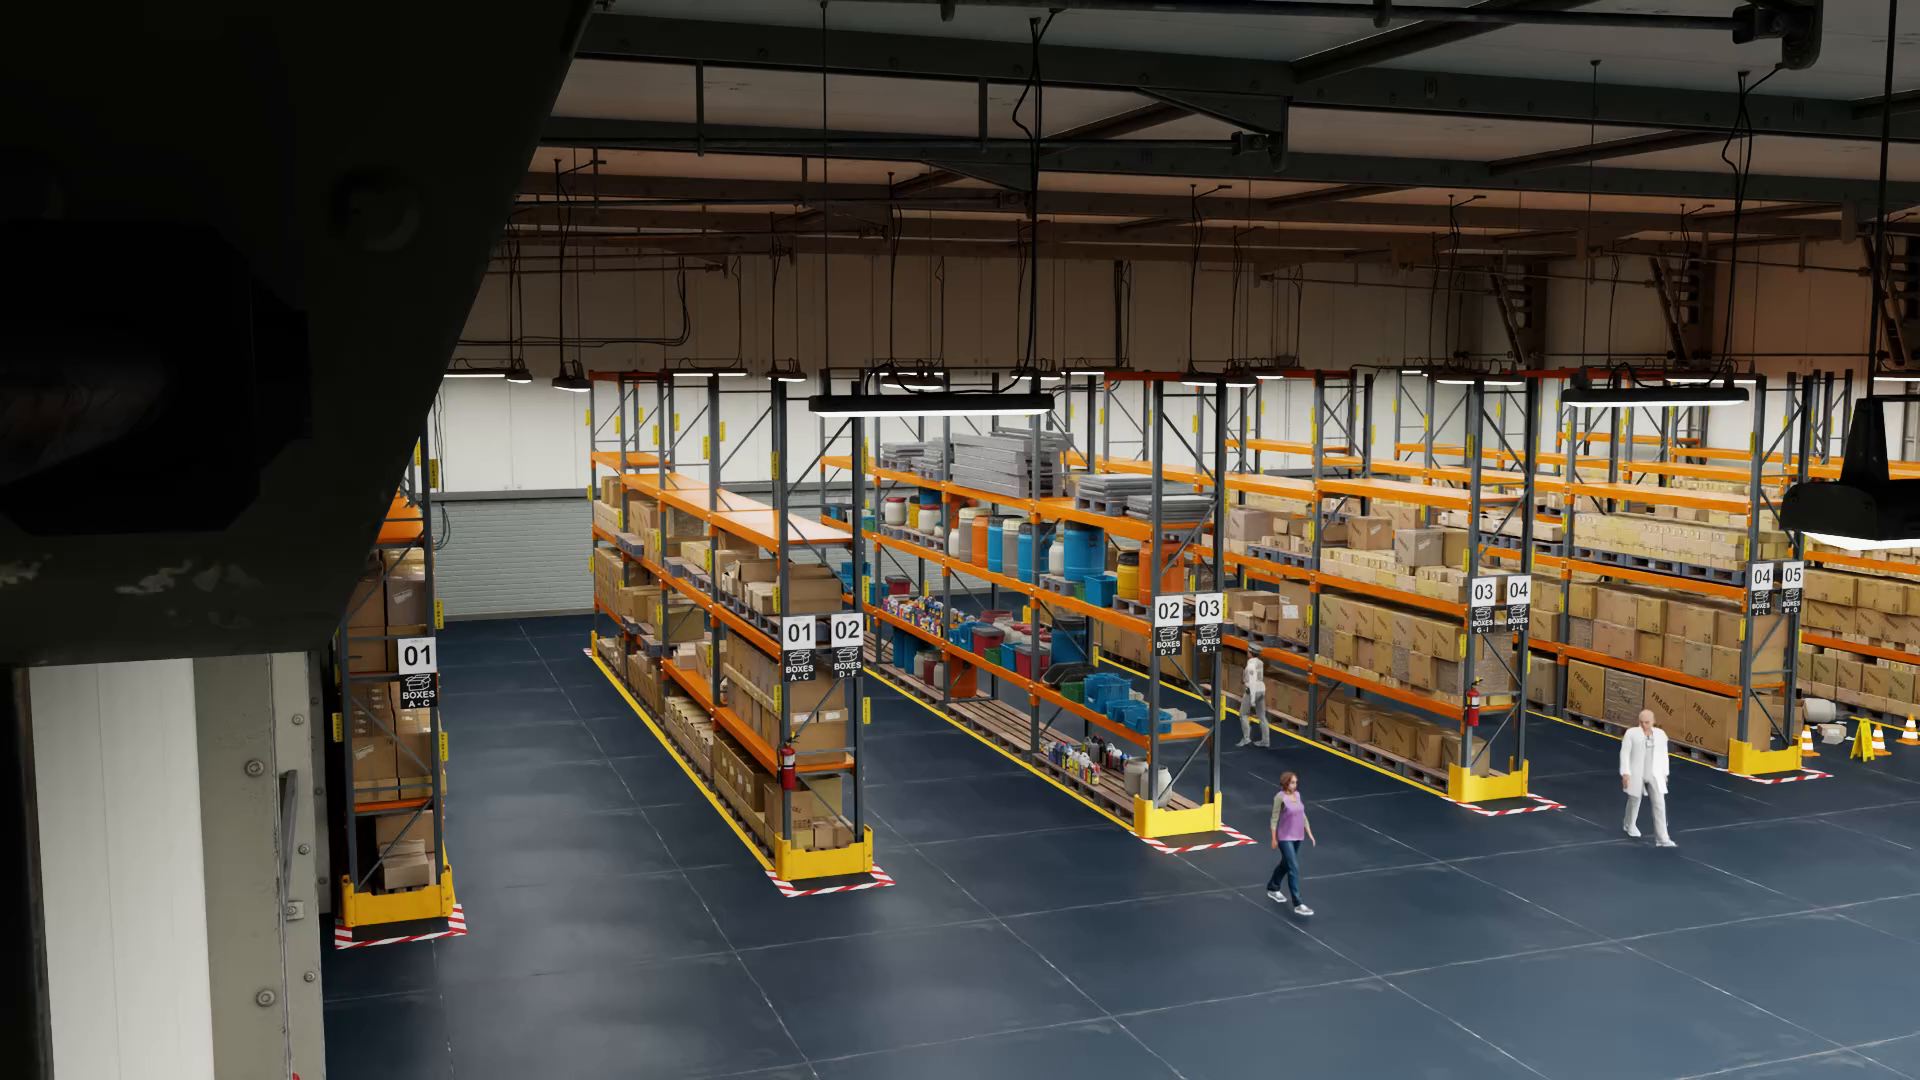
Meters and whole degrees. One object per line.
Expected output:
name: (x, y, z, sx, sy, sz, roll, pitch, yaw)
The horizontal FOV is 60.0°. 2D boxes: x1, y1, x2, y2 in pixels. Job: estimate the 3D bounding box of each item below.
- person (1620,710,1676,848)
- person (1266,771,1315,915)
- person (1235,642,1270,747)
person: (8.885, 3.066, 21.527, 0.648, 1.742, 0.984, 1, 6, 10)
person: (3.814, 3.430, 18.973, 0.435, 1.561, 0.834, -5, 8, -40)
person: (4.794, 2.521, 26.879, 0.545, 1.726, 0.505, 6, 9, 43)
